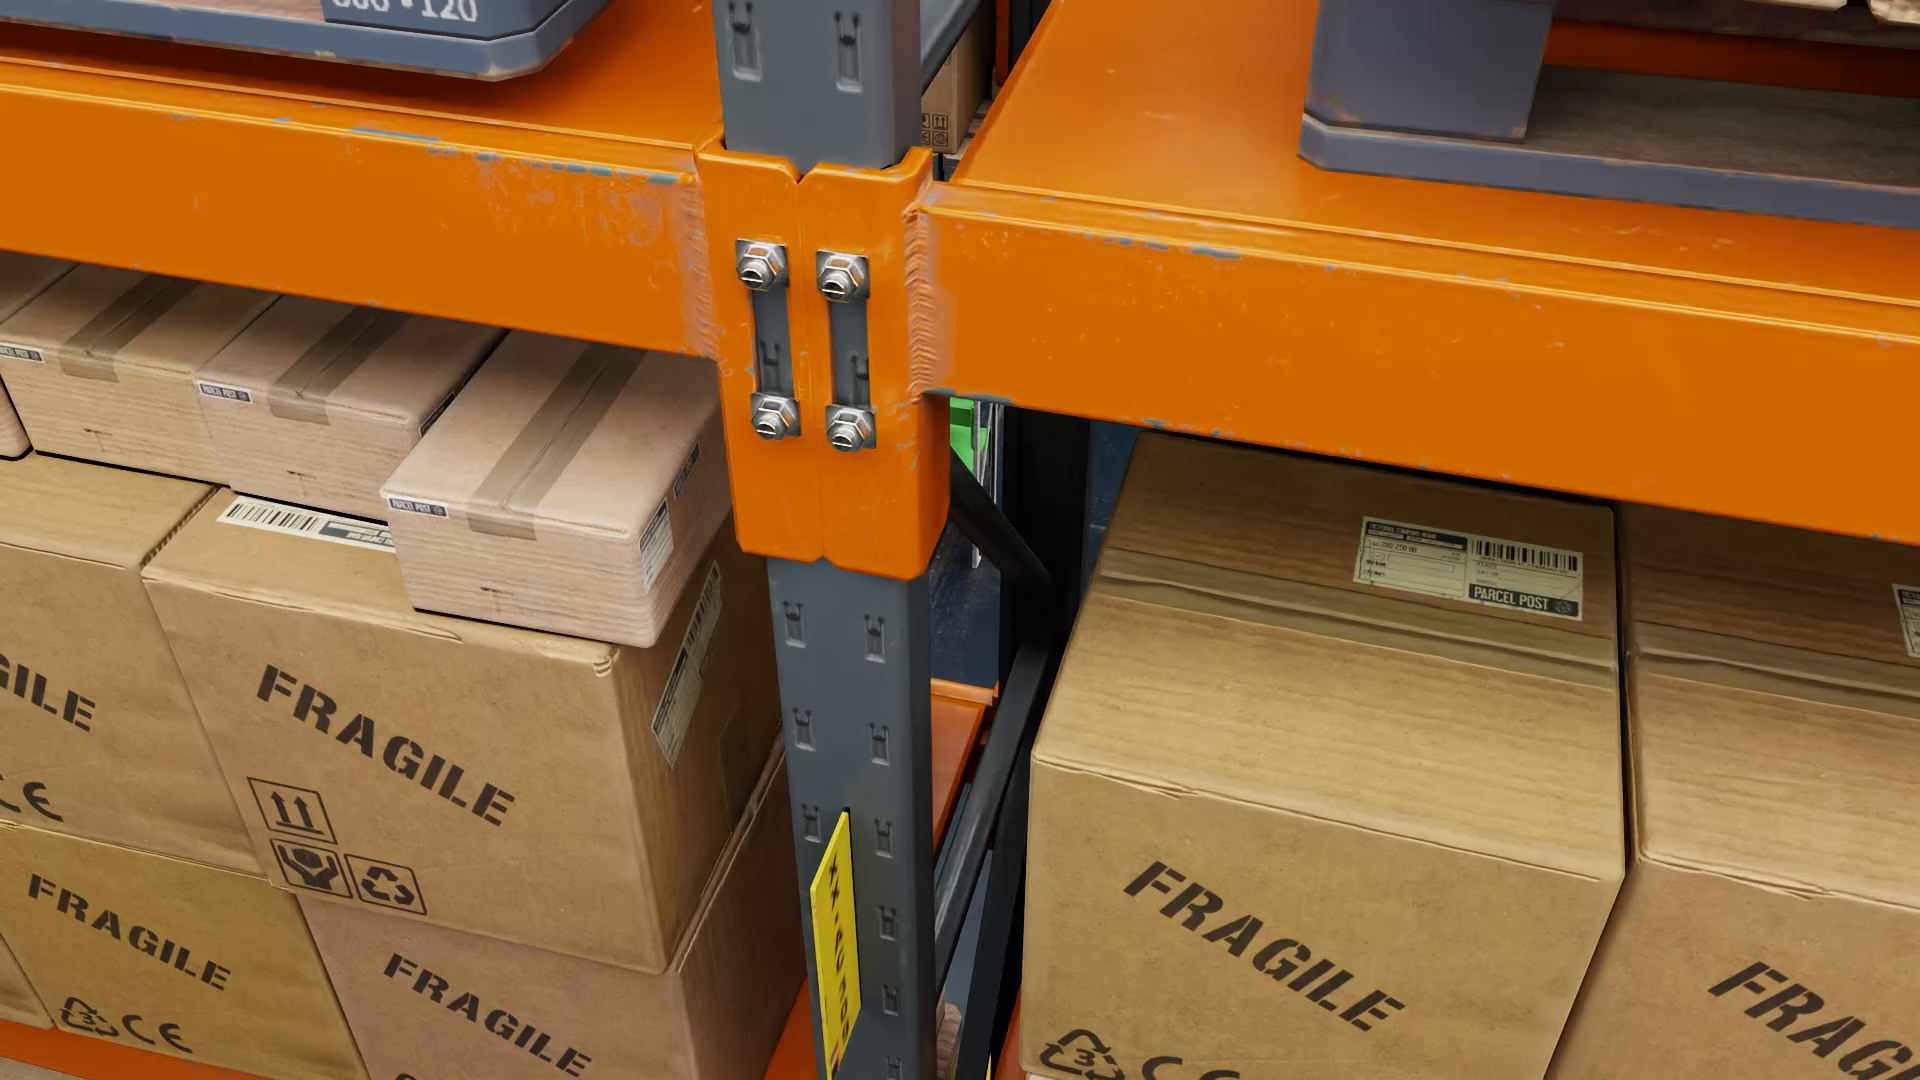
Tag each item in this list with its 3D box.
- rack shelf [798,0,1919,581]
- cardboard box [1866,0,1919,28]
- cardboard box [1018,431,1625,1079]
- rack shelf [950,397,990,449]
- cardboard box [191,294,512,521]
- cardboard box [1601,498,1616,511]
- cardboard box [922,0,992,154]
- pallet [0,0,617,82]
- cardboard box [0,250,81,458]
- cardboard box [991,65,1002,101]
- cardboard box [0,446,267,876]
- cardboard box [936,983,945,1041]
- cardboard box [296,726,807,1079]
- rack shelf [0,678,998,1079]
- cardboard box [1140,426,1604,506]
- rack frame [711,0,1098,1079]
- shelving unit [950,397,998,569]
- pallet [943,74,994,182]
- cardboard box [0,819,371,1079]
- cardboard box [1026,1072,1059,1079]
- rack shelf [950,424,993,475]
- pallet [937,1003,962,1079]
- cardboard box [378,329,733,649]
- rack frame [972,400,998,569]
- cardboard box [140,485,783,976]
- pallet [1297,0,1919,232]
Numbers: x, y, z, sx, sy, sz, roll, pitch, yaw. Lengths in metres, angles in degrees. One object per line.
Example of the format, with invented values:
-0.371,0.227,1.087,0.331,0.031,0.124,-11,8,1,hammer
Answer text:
1.950,-0.106,1.270,4.000,0.370,1.077,10,41,11,rack shelf
0.794,-0.586,0.879,0.500,0.500,0.500,9,41,11,cardboard box
0.369,0.266,1.746,0.500,0.500,0.500,10,41,12,cardboard box
-0.160,-0.438,4.938,0.480,0.148,0.258,10,41,11,rack shelf
-0.589,-0.199,1.795,0.250,0.149,0.380,11,41,12,cardboard box
1.016,0.014,2.046,0.500,0.500,0.500,11,41,12,cardboard box
-0.182,-2.018,6.938,0.500,0.500,0.700,8,41,10,cardboard box
-0.770,-0.822,1.633,1.213,0.211,1.003,10,41,11,pallet
-1.076,-0.278,1.889,0.250,0.149,0.380,9,41,11,cardboard box
0.301,-2.047,7.245,0.250,0.149,0.380,9,41,11,cardboard box
-0.997,0.018,2.041,0.500,0.500,0.500,9,41,11,cardboard box
-0.561,1.084,3.292,0.875,0.438,0.875,9,41,11,cardboard box
-0.496,0.478,2.270,0.500,0.500,0.500,10,41,12,cardboard box
-1.914,0.378,3.027,4.000,0.370,1.077,10,41,11,rack shelf
0.514,-0.068,2.143,0.500,0.500,0.500,11,41,13,cardboard box
0.019,0.433,2.402,0.053,2.616,0.949,10,41,11,rack frame
-0.160,-0.487,4.897,0.503,1.200,0.258,10,41,11,shelving unit
0.634,-1.696,7.106,1.213,0.211,1.003,10,41,11,pallet
-0.995,0.396,2.368,0.500,0.500,0.500,9,41,10,cardboard box
0.370,0.549,1.991,0.500,0.250,0.500,9,41,10,cardboard box
-0.160,-0.254,5.092,0.480,0.148,0.258,10,41,11,rack shelf
-0.696,1.328,3.505,1.213,0.211,1.003,10,41,11,pallet
4.248,-0.270,3.668,8.416,2.449,5.789,9,41,11,cardboard box
0.076,-0.446,4.849,0.015,1.200,0.240,10,41,11,rack frame
-0.509,0.107,1.935,0.500,0.500,0.500,9,41,11,cardboard box
0.916,-0.519,1.351,1.217,0.209,0.805,8,41,10,pallet
